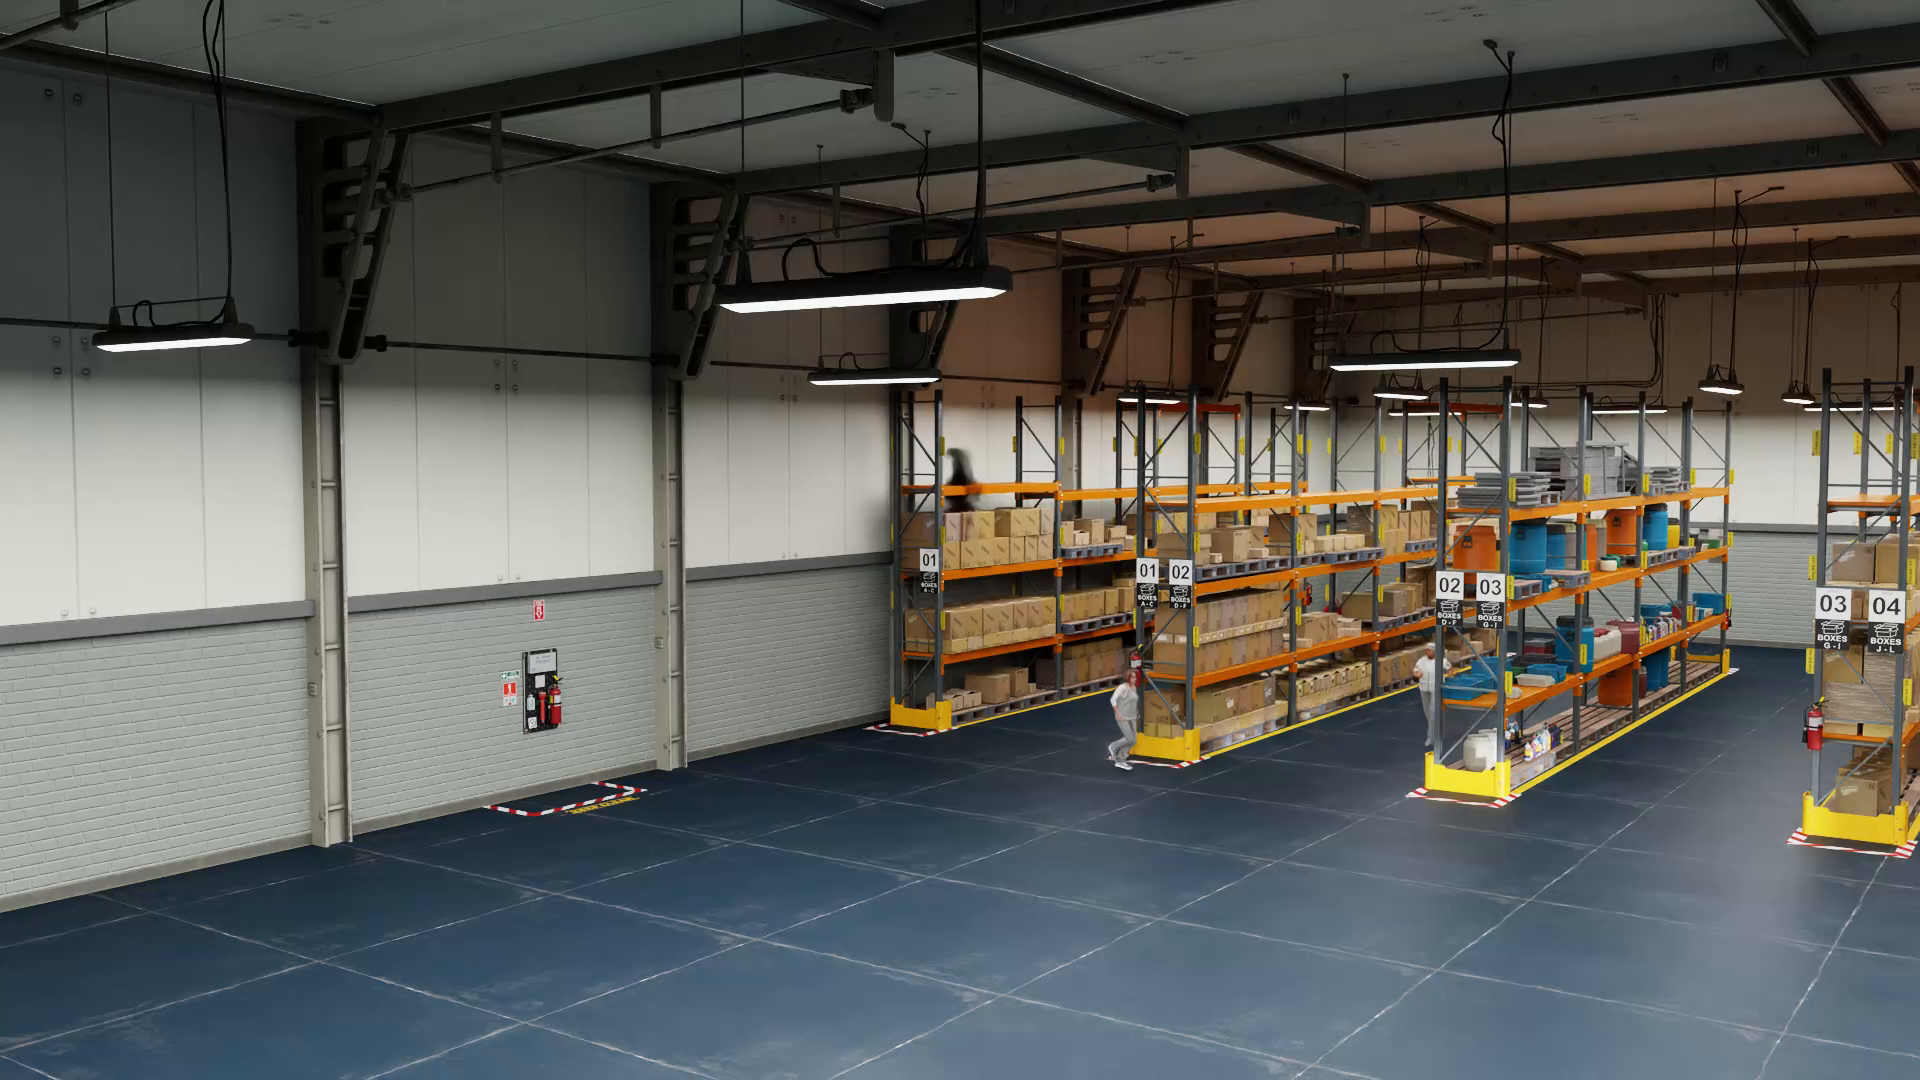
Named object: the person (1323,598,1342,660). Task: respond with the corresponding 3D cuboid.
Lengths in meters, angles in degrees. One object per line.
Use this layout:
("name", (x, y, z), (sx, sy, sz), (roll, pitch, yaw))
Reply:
("person", (8.870, 2.073, 39.228), (0.658, 1.517, 1.128), (1, 3, 12))

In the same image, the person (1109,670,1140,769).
("person", (2.530, 2.788, 25.832), (0.506, 1.546, 0.612), (3, 4, 44))

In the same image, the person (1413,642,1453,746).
("person", (7.997, 2.578, 28.155), (0.597, 1.712, 0.852), (2, 4, 35))
